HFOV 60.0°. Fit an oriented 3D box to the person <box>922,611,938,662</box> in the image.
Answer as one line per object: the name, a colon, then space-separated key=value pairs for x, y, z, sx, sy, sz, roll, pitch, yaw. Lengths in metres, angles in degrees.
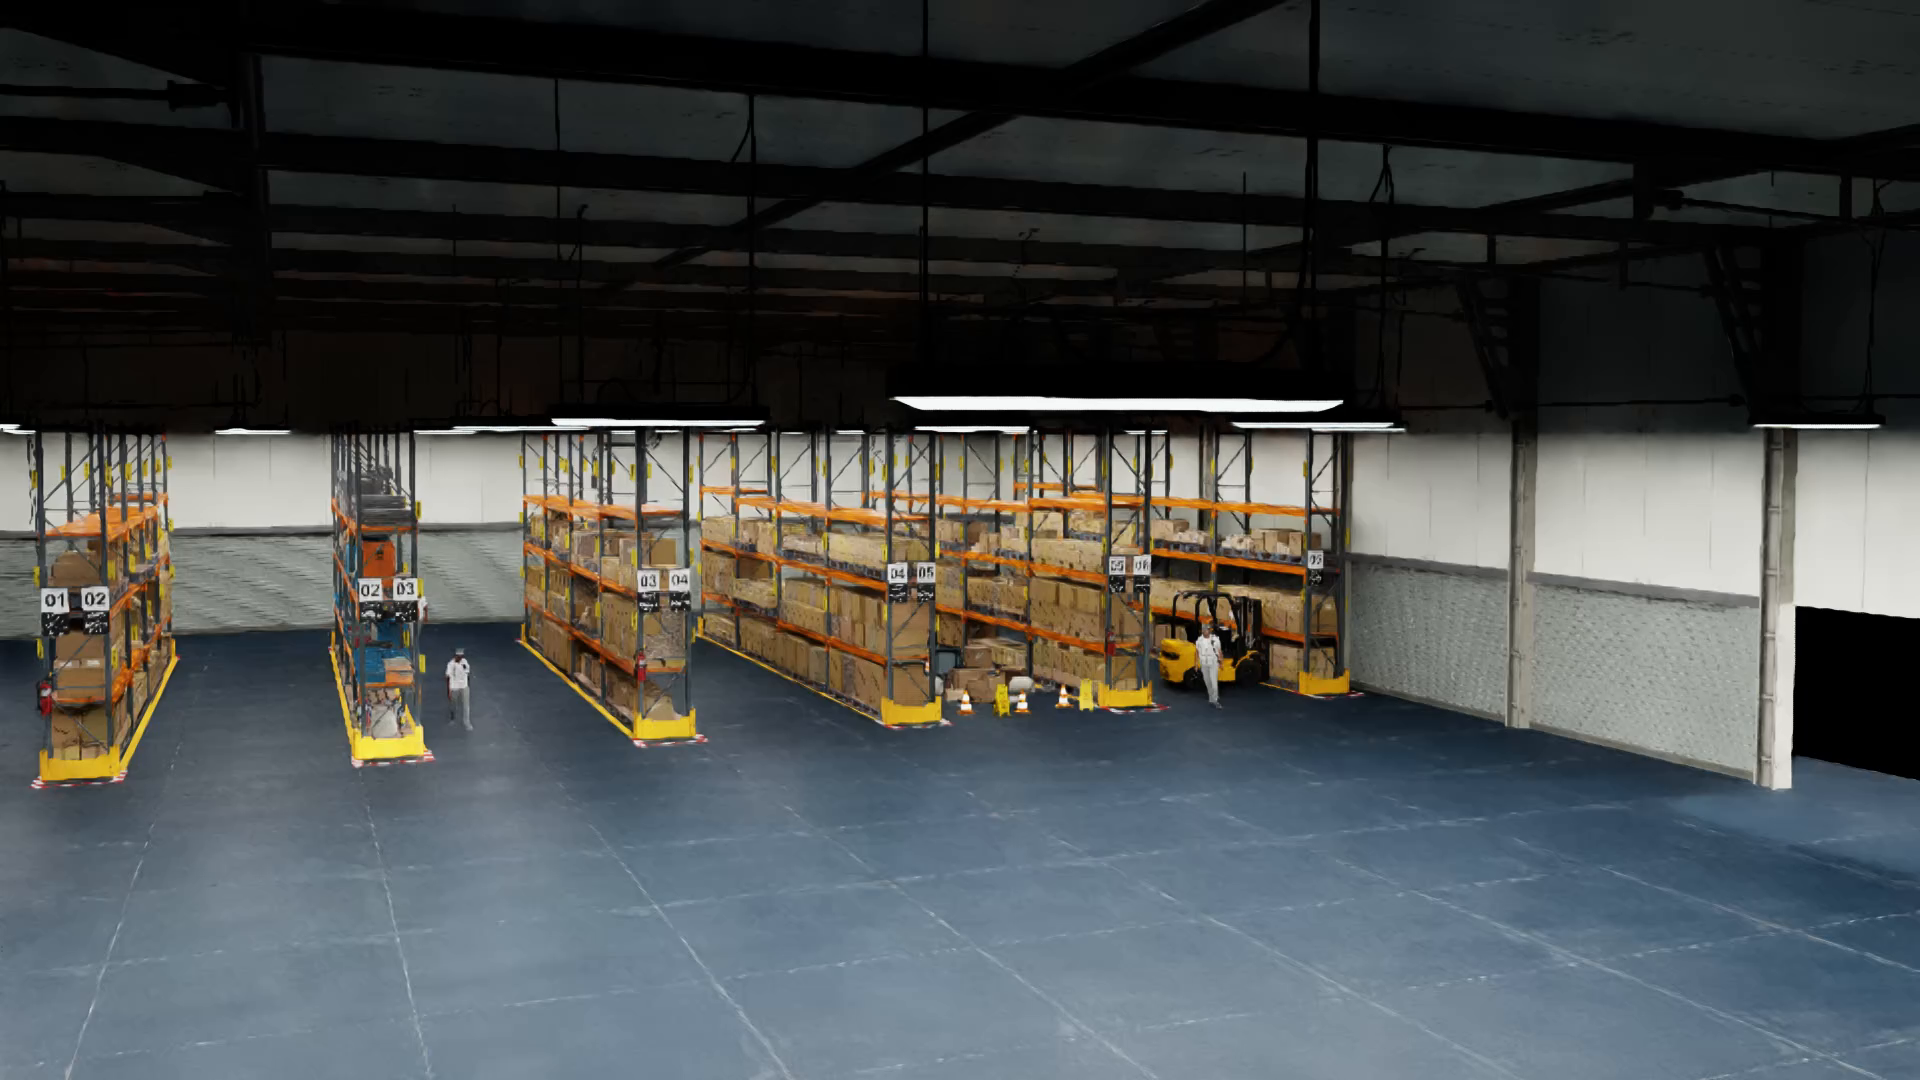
person: x=-0.737 y=2.303 z=41.785 sx=0.522 sy=1.591 sz=0.522 roll=0 pitch=4 yaw=1

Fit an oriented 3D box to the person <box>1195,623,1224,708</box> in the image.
person: x=5.330 y=2.646 z=35.425 sx=0.640 sy=1.800 sz=0.540 roll=2 pitch=4 yaw=29

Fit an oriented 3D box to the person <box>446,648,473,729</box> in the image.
person: x=-9.816 y=2.875 z=32.529 sx=0.455 sy=1.587 sz=1.088 roll=-2 pitch=4 yaw=-24

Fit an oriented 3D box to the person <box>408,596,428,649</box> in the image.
person: x=-14.697 y=2.061 z=44.930 sx=0.591 sy=1.716 sz=1.042 roll=-2 pitch=4 yaw=-23
